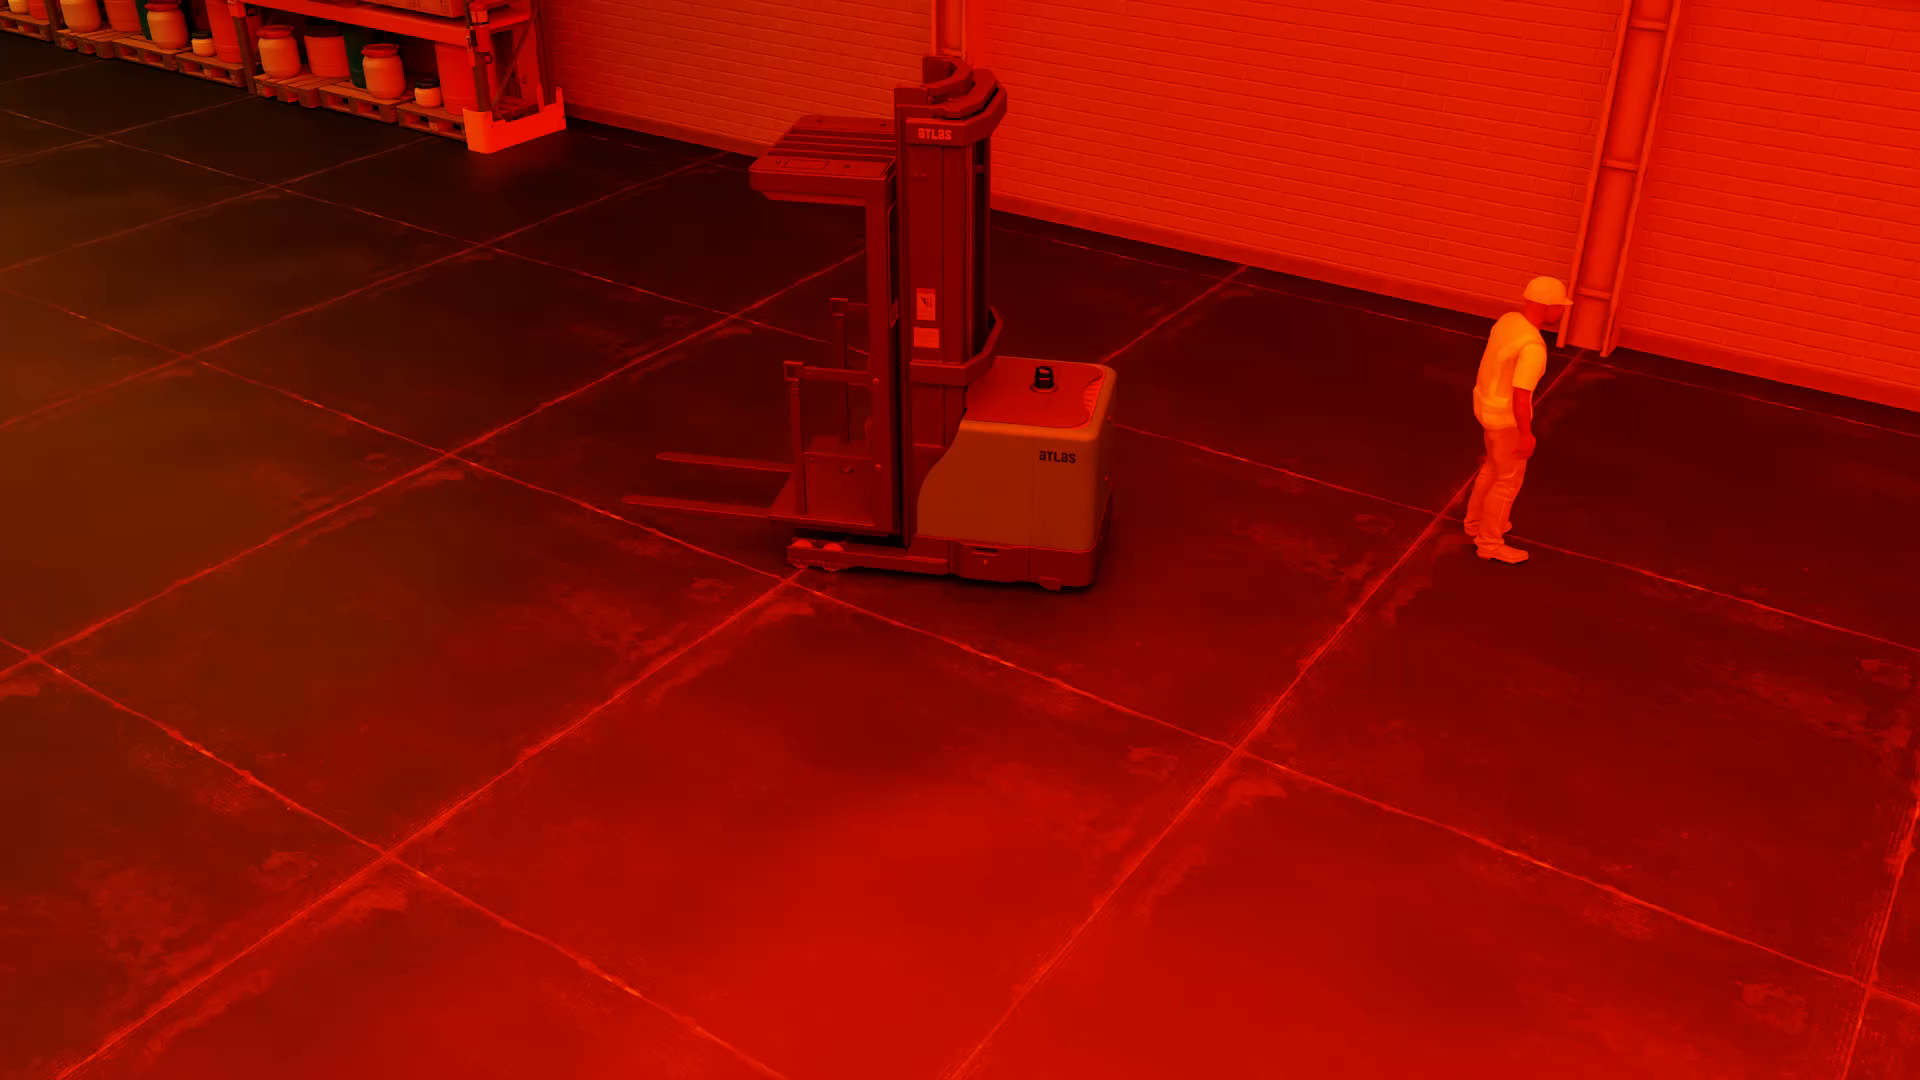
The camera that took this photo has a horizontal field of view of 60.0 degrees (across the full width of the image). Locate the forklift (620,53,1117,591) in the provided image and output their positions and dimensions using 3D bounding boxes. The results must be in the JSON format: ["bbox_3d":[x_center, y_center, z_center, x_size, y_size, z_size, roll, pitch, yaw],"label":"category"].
[{"bbox_3d":[-0.596,-1.330,9.871,3.031,2.935,1.130,6,31,10],"label":"forklift"}]

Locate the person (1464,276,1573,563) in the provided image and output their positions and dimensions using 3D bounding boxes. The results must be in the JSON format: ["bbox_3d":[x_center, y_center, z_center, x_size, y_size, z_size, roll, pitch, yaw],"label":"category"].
[{"bbox_3d":[3.338,-0.749,10.040,0.460,1.761,0.627,1,30,2],"label":"person"}]
